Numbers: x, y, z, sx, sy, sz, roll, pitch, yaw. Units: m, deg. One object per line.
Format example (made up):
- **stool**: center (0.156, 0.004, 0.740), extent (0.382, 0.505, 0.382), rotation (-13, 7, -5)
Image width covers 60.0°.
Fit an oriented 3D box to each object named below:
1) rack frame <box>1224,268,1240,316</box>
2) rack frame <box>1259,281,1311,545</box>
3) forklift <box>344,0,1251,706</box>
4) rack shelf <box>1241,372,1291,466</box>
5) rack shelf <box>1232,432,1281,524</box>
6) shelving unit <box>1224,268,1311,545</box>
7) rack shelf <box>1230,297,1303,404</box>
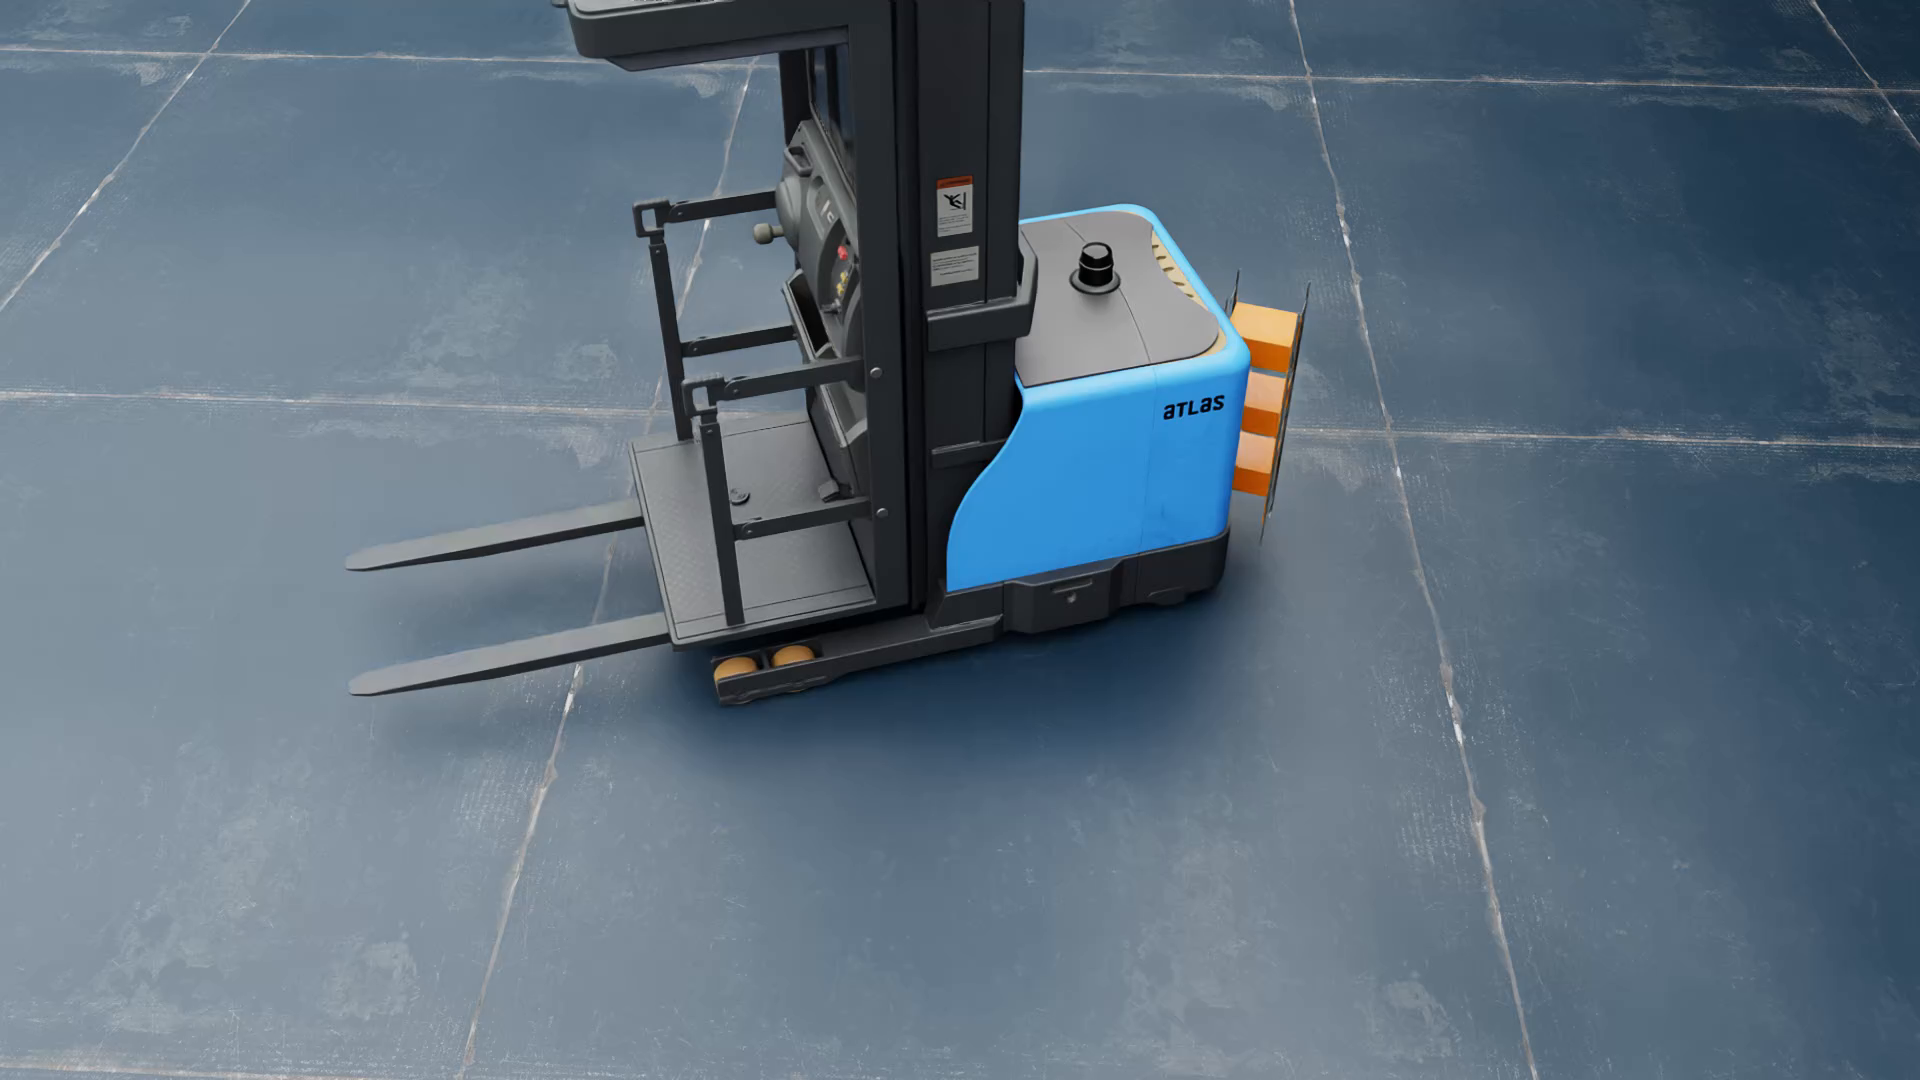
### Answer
- **rack frame**: center (0.928, -0.487, 6.001), extent (0.008, 1.050, 0.200), rotation (14, 44, 14)
- **rack frame**: center (1.158, -0.431, 5.941), extent (0.008, 1.050, 0.200), rotation (14, 44, 14)
- **forklift**: center (-0.620, -0.917, 5.084), extent (3.031, 2.935, 1.130), rotation (-11, 44, -12)
- **rack shelf**: center (1.043, -0.451, 5.978), extent (0.240, 0.259, 0.215), rotation (14, 44, 14)
- **rack shelf**: center (1.043, -0.247, 6.167), extent (0.240, 0.259, 0.215), rotation (14, 44, 14)
- **shelving unit**: center (1.043, -0.459, 5.971), extent (0.252, 1.050, 0.215), rotation (14, 44, 14)
- **rack shelf**: center (1.042, -0.660, 5.786), extent (0.240, 0.259, 0.215), rotation (14, 44, 14)
